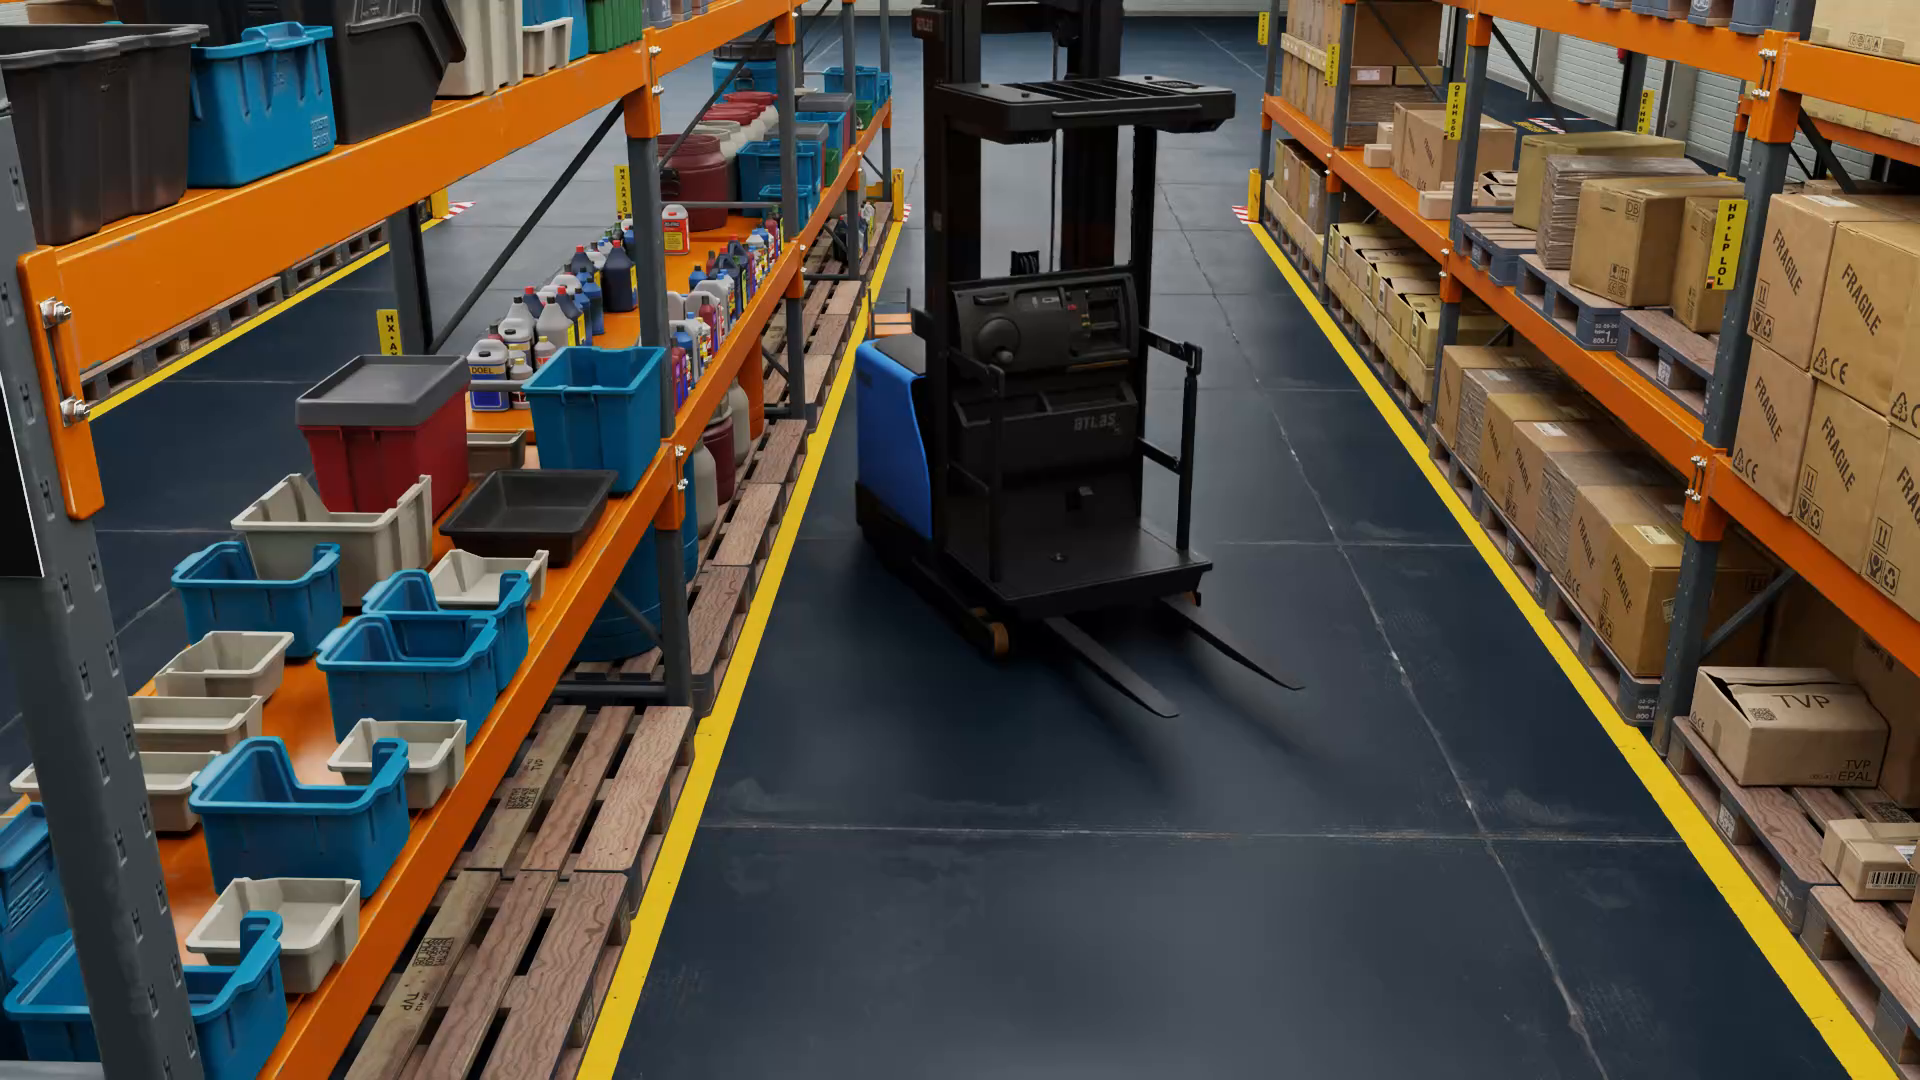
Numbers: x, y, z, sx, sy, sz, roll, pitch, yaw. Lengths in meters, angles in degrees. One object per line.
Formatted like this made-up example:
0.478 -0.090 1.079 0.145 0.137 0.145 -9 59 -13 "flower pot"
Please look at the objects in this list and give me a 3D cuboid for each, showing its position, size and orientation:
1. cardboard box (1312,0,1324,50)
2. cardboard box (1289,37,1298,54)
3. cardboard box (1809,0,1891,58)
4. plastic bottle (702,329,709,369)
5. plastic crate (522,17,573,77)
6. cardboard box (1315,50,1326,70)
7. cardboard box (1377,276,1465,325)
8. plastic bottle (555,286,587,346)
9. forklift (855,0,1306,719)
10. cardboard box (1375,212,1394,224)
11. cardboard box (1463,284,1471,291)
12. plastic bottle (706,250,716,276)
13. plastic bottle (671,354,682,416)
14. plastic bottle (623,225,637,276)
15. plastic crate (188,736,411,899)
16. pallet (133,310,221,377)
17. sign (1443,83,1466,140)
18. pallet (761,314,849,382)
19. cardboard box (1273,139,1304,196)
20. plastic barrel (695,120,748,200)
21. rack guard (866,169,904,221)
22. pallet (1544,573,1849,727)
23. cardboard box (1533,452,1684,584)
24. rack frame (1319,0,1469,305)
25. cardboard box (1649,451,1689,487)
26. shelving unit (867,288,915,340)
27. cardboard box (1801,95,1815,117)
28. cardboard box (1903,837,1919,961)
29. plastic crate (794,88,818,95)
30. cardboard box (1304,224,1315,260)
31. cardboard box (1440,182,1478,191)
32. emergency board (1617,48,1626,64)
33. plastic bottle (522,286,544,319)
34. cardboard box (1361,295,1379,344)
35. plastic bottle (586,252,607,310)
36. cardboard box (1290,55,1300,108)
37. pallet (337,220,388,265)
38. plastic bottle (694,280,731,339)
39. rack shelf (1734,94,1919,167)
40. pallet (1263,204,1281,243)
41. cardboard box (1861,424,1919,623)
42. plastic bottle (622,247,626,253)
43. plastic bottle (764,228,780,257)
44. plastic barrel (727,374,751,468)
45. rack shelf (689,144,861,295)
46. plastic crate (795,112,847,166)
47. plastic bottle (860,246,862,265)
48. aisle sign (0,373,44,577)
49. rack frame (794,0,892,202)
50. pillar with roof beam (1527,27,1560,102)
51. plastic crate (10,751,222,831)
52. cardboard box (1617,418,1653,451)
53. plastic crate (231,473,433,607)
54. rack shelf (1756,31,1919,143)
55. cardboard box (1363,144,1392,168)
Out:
3.638 -4.776 15.260 0.700 0.500 0.500 1 21 2 "cardboard box"
3.465 -4.890 16.450 0.380 0.149 0.250 1 21 2 "cardboard box"
3.079 -1.683 5.280 0.500 0.250 0.500 1 21 2 "cardboard box"
-1.170 -0.863 7.381 0.097 0.201 0.097 0 21 0 "plastic bottle"
-1.268 -1.395 4.694 0.293 0.136 0.466 1 21 2 "plastic crate"
3.419 -4.329 15.003 0.380 0.149 0.250 1 21 3 "cardboard box"
3.260 -1.712 11.739 0.500 0.311 0.500 0 21 1 "cardboard box"
-1.759 -0.961 7.428 0.144 0.351 0.185 1 21 2 "plastic bottle"
0.499 -1.003 7.562 1.130 2.935 3.031 -9 23 -23 "forklift"
3.912 -2.848 14.405 0.500 0.500 0.500 1 21 2 "cardboard box"
3.798 -1.709 11.733 0.500 0.311 0.500 0 21 0 "cardboard box"
-1.258 -1.346 8.512 0.061 0.283 0.133 1 21 2 "plastic bottle"
-1.172 -0.657 6.736 0.061 0.283 0.133 1 21 2 "plastic bottle"
-1.808 -1.607 9.202 0.097 0.271 0.097 0 21 0 "plastic bottle"
-1.375 0.589 3.512 0.416 0.233 0.300 1 21 2 "plastic crate"
-6.373 -1.506 12.620 1.003 0.211 1.213 1 21 2 "pallet"
2.908 -2.518 9.772 0.100 0.325 0.005 1 21 2 "sign"
-1.386 -1.449 12.472 1.003 0.211 1.213 1 21 2 "pallet"
3.454 -3.757 16.750 0.500 0.500 0.500 1 21 2 "cardboard box"
-1.657 -2.608 11.450 0.421 0.512 0.421 0 21 0 "plastic barrel"
-1.200 -3.729 17.948 1.175 0.500 0.348 1 21 2 "rack guard"
3.328 0.478 7.505 1.003 0.211 1.213 1 21 2 "pallet"
3.109 -0.109 8.010 0.500 0.500 0.500 1 21 2 "cardboard box"
3.585 -3.420 13.696 1.000 3.000 0.127 1 21 2 "rack frame"
3.628 -0.113 8.021 0.500 0.500 0.500 1 21 2 "cardboard box"
-0.380 -0.770 9.355 0.258 1.200 0.503 -2 21 -4 "shelving unit"
8.303 -4.207 15.906 0.500 0.250 0.500 0 21 1 "cardboard box"
3.289 1.111 4.862 0.797 0.503 0.637 1 21 2 "cardboard box"
-1.593 -4.479 16.790 0.298 0.136 0.250 1 21 2 "plastic crate"
3.405 -2.685 15.022 0.500 0.250 0.500 1 21 2 "cardboard box"
3.446 -2.318 11.204 0.380 0.149 0.250 2 21 6 "cardboard box"
9.797 -7.613 24.503 0.194 1.169 0.643 1 21 2 "emergency board"
-1.903 -0.963 7.432 0.144 0.351 0.185 1 21 2 "plastic bottle"
3.279 -1.635 12.316 0.500 0.250 0.500 1 21 3 "cardboard box"
-1.866 -1.317 8.449 0.152 0.276 0.135 1 21 2 "plastic bottle"
3.668 -4.554 16.481 0.700 0.500 0.500 1 21 3 "cardboard box"
-6.297 -2.916 16.252 1.003 0.211 1.213 1 21 2 "pallet"
-1.179 -1.107 7.907 0.152 0.276 0.135 1 21 2 "plastic bottle"
8.597 -3.754 15.553 1.077 0.370 4.000 1 21 2 "rack shelf"
3.725 -3.289 17.214 1.003 0.211 1.213 1 21 2 "pallet"
3.024 -0.027 4.813 0.500 0.500 0.500 1 21 1 "cardboard box"
-1.873 -1.527 9.092 0.097 0.201 0.097 0 21 0 "plastic bottle"
-1.096 -1.744 9.653 0.097 0.201 0.097 0 21 0 "plastic bottle"
-1.414 -0.683 9.502 0.421 0.512 0.421 0 21 0 "plastic barrel"
-1.427 -2.417 12.107 1.077 0.370 4.000 1 21 2 "rack shelf"
-1.089 -3.066 12.806 0.392 0.384 0.575 1 21 2 "plastic crate"
-0.915 -2.523 14.646 0.097 0.201 0.097 0 21 0 "plastic bottle"
-1.436 -0.320 2.112 0.394 0.787 0.004 1 21 2 "aisle sign"
-1.245 -4.922 17.567 1.000 3.000 0.127 1 21 2 "rack frame"
5.563 -11.733 26.829 9.100 9.000 0.400 1 21 2 "pillar with roof beam"
-1.864 0.557 3.729 0.396 0.136 0.243 1 21 2 "plastic crate"
3.645 -0.632 8.321 0.500 0.250 0.500 0 21 1 "cardboard box"
-1.840 -0.006 4.978 0.437 0.282 0.530 1 21 2 "plastic crate"
3.281 -0.867 3.965 1.077 0.370 4.000 1 21 2 "rack shelf"
3.353 -2.985 12.922 0.380 0.149 0.250 1 21 2 "cardboard box"
